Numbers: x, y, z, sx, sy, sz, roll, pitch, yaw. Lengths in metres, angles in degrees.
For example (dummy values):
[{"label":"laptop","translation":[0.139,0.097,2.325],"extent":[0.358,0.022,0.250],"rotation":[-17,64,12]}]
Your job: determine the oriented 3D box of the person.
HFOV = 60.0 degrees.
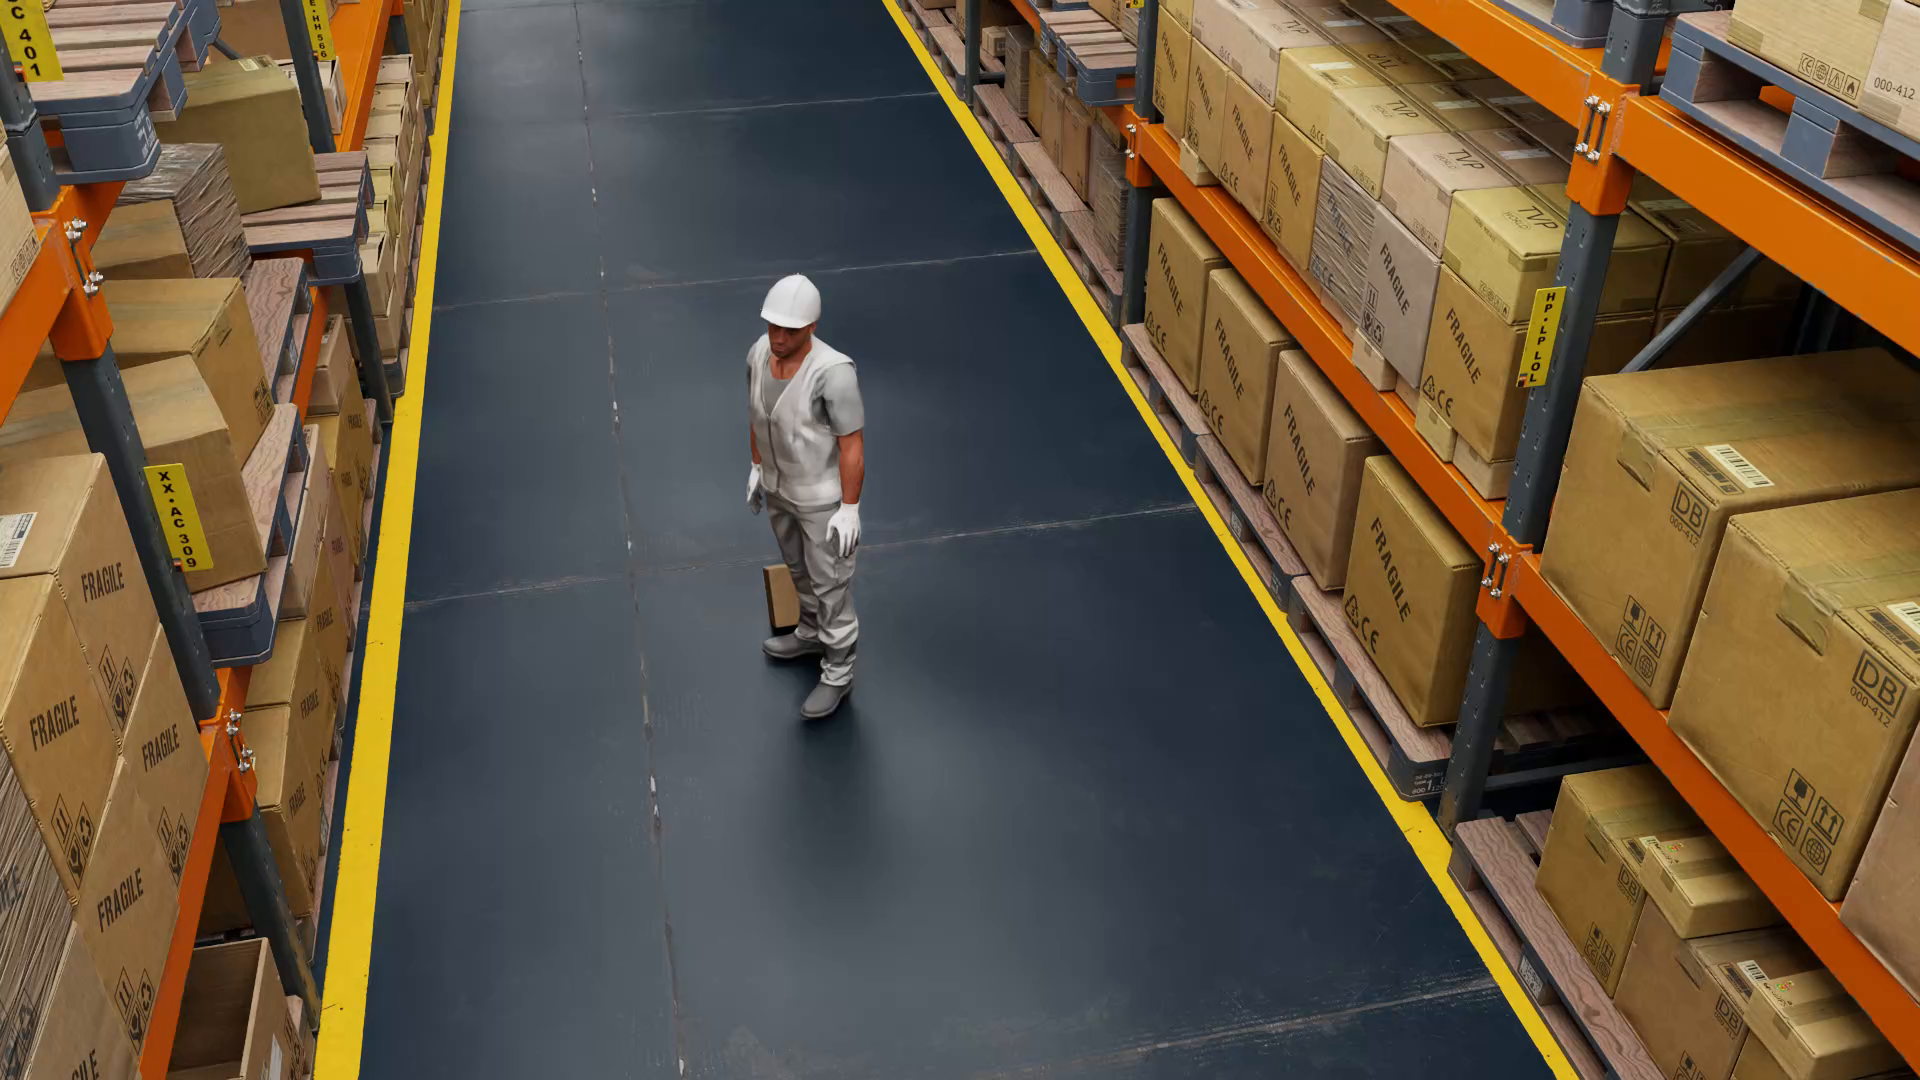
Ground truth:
[{"label":"person","translation":[-0.595,-0.171,6.320],"extent":[0.606,1.789,0.444],"rotation":[28,43,35]}]
